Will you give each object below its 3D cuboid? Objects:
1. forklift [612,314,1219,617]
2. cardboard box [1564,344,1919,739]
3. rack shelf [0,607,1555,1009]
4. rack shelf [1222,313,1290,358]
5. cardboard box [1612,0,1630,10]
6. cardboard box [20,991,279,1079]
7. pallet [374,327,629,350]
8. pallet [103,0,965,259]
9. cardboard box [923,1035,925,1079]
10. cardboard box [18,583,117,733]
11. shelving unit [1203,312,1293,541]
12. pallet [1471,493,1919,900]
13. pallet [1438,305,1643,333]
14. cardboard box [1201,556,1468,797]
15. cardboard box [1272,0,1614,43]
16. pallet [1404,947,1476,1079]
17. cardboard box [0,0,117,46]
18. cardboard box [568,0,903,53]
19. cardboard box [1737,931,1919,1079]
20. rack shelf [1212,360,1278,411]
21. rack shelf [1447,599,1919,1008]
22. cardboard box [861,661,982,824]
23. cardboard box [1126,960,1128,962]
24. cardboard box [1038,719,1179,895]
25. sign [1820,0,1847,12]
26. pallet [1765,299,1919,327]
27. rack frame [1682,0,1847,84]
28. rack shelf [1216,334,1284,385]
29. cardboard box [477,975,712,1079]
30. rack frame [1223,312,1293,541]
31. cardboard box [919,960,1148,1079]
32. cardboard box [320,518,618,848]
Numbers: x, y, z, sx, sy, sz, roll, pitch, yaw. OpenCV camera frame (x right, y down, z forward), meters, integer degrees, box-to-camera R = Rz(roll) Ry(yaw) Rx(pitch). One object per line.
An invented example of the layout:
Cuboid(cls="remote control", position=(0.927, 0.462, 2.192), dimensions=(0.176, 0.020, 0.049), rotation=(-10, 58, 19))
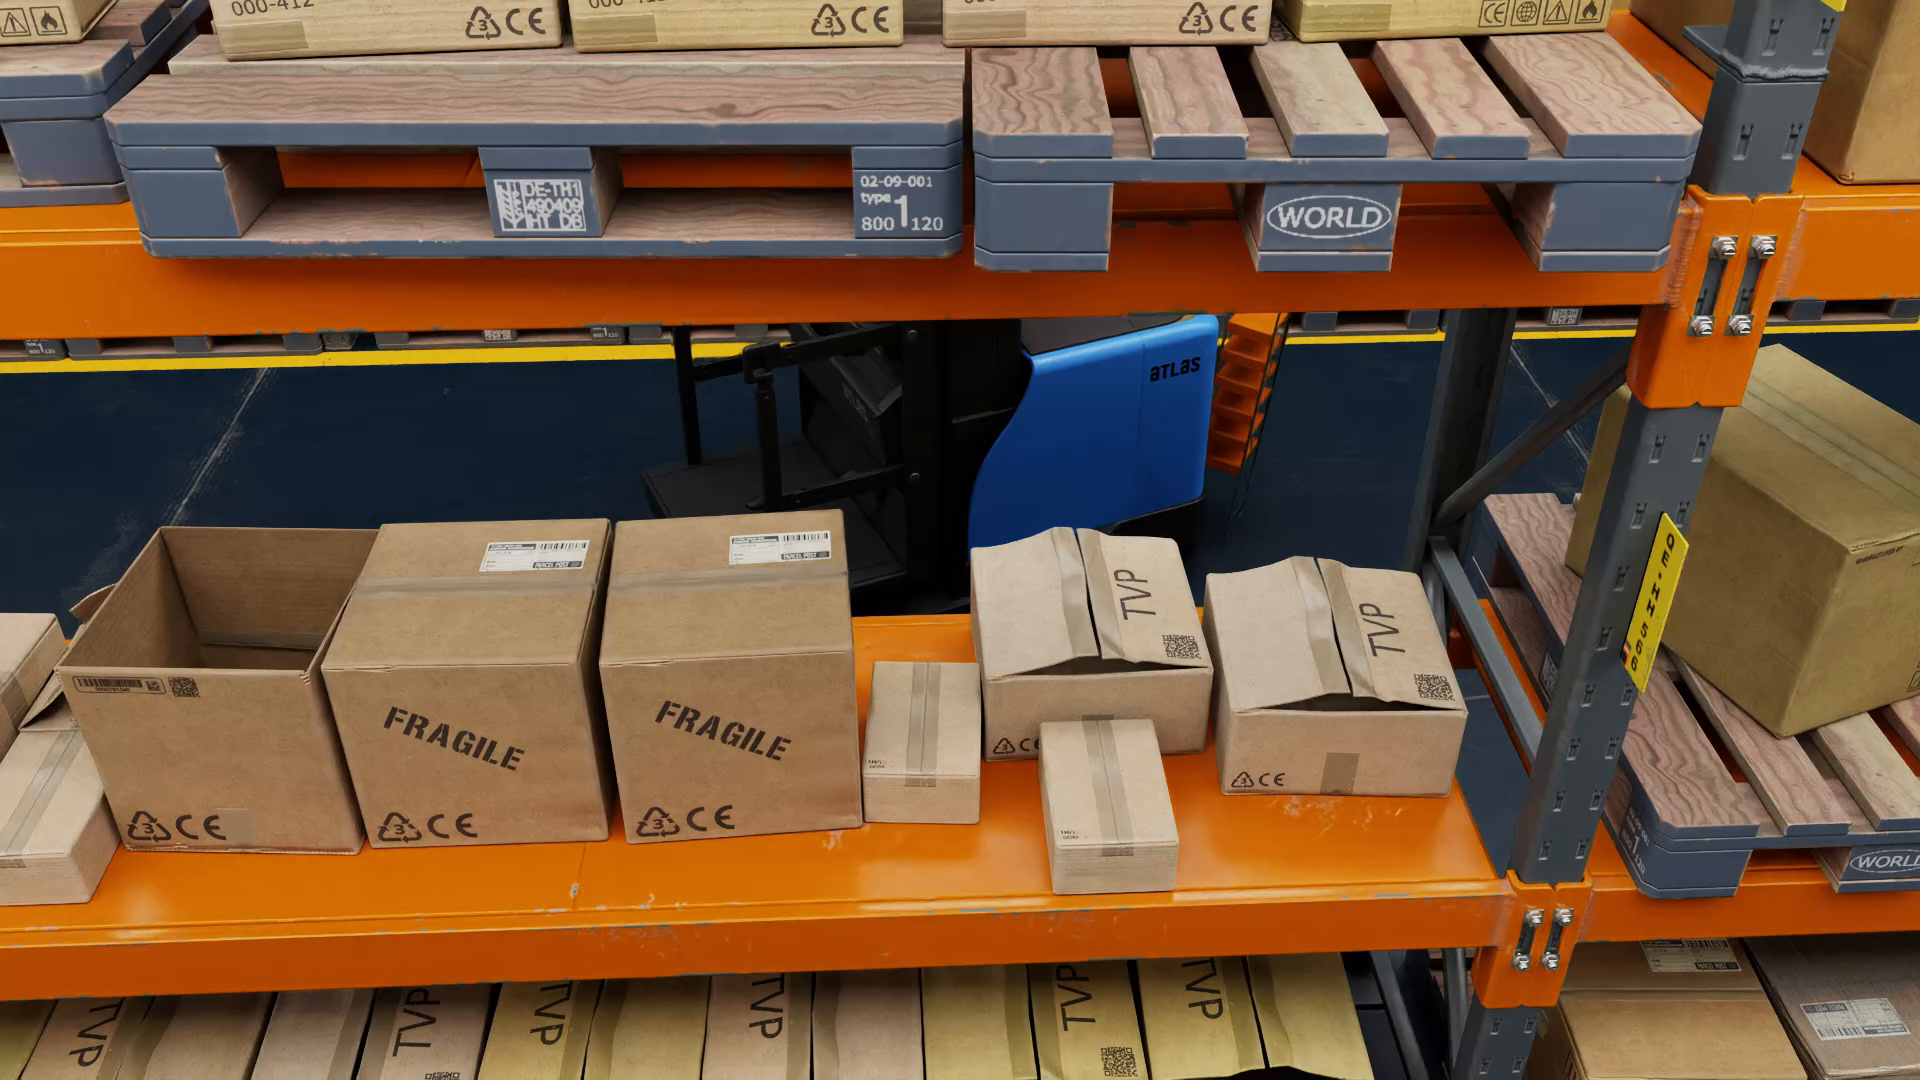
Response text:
Cuboid(cls="forklift", position=(-0.598, -1.024, 5.654), dimensions=(3.031, 2.935, 1.130), rotation=(-15, 37, -20))
Cuboid(cls="cardboard box", position=(1.816, -0.020, 3.686), dimensions=(0.500, 0.500, 0.700), rotation=(-13, 37, -18))
Cuboid(cls="rack shelf", position=(-0.805, 0.625, 3.844), dimensions=(4.000, 0.370, 1.077), rotation=(-2, 35, -2))
Cuboid(cls="rack shelf", position=(1.130, -0.814, 6.308), dimensions=(0.180, 0.103, 0.258), rotation=(21, 39, 18))
Cuboid(cls="cardboard box", position=(2.991, -2.620, 7.533), dimensions=(0.500, 0.500, 0.500), rotation=(-1, 35, -1))
Cuboid(cls="cardboard box", position=(-1.878, 1.230, 3.891), dimensions=(0.500, 0.311, 0.500), rotation=(-2, 35, -3))
Cuboid(cls="pallet", position=(-2.264, -1.308, 8.455), dimensions=(1.213, 0.211, 1.003), rotation=(-2, 35, -2))
Cuboid(cls="pallet", position=(-0.598, -0.780, 2.771), dimensions=(1.213, 0.211, 1.003), rotation=(0, 35, 0))
Cuboid(cls="cardboard box", position=(0.164, 1.402, 4.136), dimensions=(0.500, 0.250, 0.500), rotation=(-2, 35, -3))
Cuboid(cls="cardboard box", position=(-1.933, 0.310, 3.784), dimensions=(0.258, 0.266, 0.396), rotation=(-2, 35, -3))
Cuboid(cls="shelving unit", position=(1.100, -0.565, 6.499), dimensions=(0.189, 1.200, 0.258), rotation=(21, 39, 18))
Cuboid(cls="pallet", position=(1.866, 0.296, 3.856), dimensions=(1.003, 0.211, 1.213), rotation=(-2, 35, -2))
Cuboid(cls="pallet", position=(2.961, -1.404, 8.593), dimensions=(1.213, 0.211, 1.003), rotation=(-2, 35, -2))
Cuboid(cls="cardboard box", position=(0.827, 0.297, 3.764), dimensions=(0.500, 0.311, 0.500), rotation=(1, 35, 1))
Cuboid(cls="cardboard box", position=(0.742, -1.025, 2.723), dimensions=(0.500, 0.250, 0.500), rotation=(-4, 35, -6))
Cuboid(cls="pallet", position=(1.940, 1.423, 4.508), dimensions=(1.213, 0.211, 1.003), rotation=(-2, 35, -2))
Cuboid(cls="cardboard box", position=(-1.639, -0.989, 2.670), dimensions=(0.500, 0.250, 0.500), rotation=(-5, 35, -7))
Cuboid(cls="cardboard box", position=(-0.353, -0.992, 2.674), dimensions=(0.500, 0.250, 0.500), rotation=(-2, 35, -3))
Cuboid(cls="cardboard box", position=(2.183, 1.255, 4.111), dimensions=(0.500, 0.500, 0.500), rotation=(-3, 35, -4))
Cuboid(cls="rack shelf", position=(1.107, -0.625, 6.454), dimensions=(0.180, 0.103, 0.258), rotation=(21, 39, 18))
Cuboid(cls="rack shelf", position=(3.190, 0.517, 3.999), dimensions=(4.000, 0.370, 1.077), rotation=(-2, 35, -2))
Cuboid(cls="cardboard box", position=(-0.079, 0.445, 3.692), dimensions=(0.250, 0.149, 0.380), rotation=(1, 35, 1))
Cuboid(cls="cardboard box", position=(0.655, 0.849, 4.441), dimensions=(0.500, 0.311, 0.500), rotation=(0, 35, -1))
Cuboid(cls="cardboard box", position=(0.307, 0.560, 3.526), dimensions=(0.250, 0.149, 0.380), rotation=(-2, 35, -2))
Cuboid(cls="sign", position=(1.211, -0.888, 2.237), dimensions=(0.005, 0.325, 0.100), rotation=(-2, 35, -2))
Cuboid(cls="pallet", position=(4.183, -1.438, 8.643), dimensions=(1.213, 0.211, 1.003), rotation=(-2, 35, -2))
Cuboid(cls="rack frame", position=(1.193, -2.192, 2.010), dimensions=(0.127, 3.000, 1.000), rotation=(-2, 35, -2))
Cuboid(cls="rack shelf", position=(1.119, -0.719, 6.381), dimensions=(0.180, 0.103, 0.258), rotation=(21, 39, 18))
Cuboid(cls="cardboard box", position=(-0.843, 1.198, 3.937), dimensions=(0.500, 0.311, 0.500), rotation=(-1, 35, -1))
Cuboid(cls="rack frame", position=(1.181, -0.534, 6.471), dimensions=(0.006, 1.200, 0.240), rotation=(21, 39, 18))
Cuboid(cls="cardboard box", position=(0.162, 1.174, 3.972), dimensions=(0.500, 0.311, 0.500), rotation=(-2, 35, -3))
Cuboid(cls="cardboard box", position=(-1.009, 0.302, 3.589), dimensions=(0.500, 0.500, 0.500), rotation=(-1, 35, -2))
